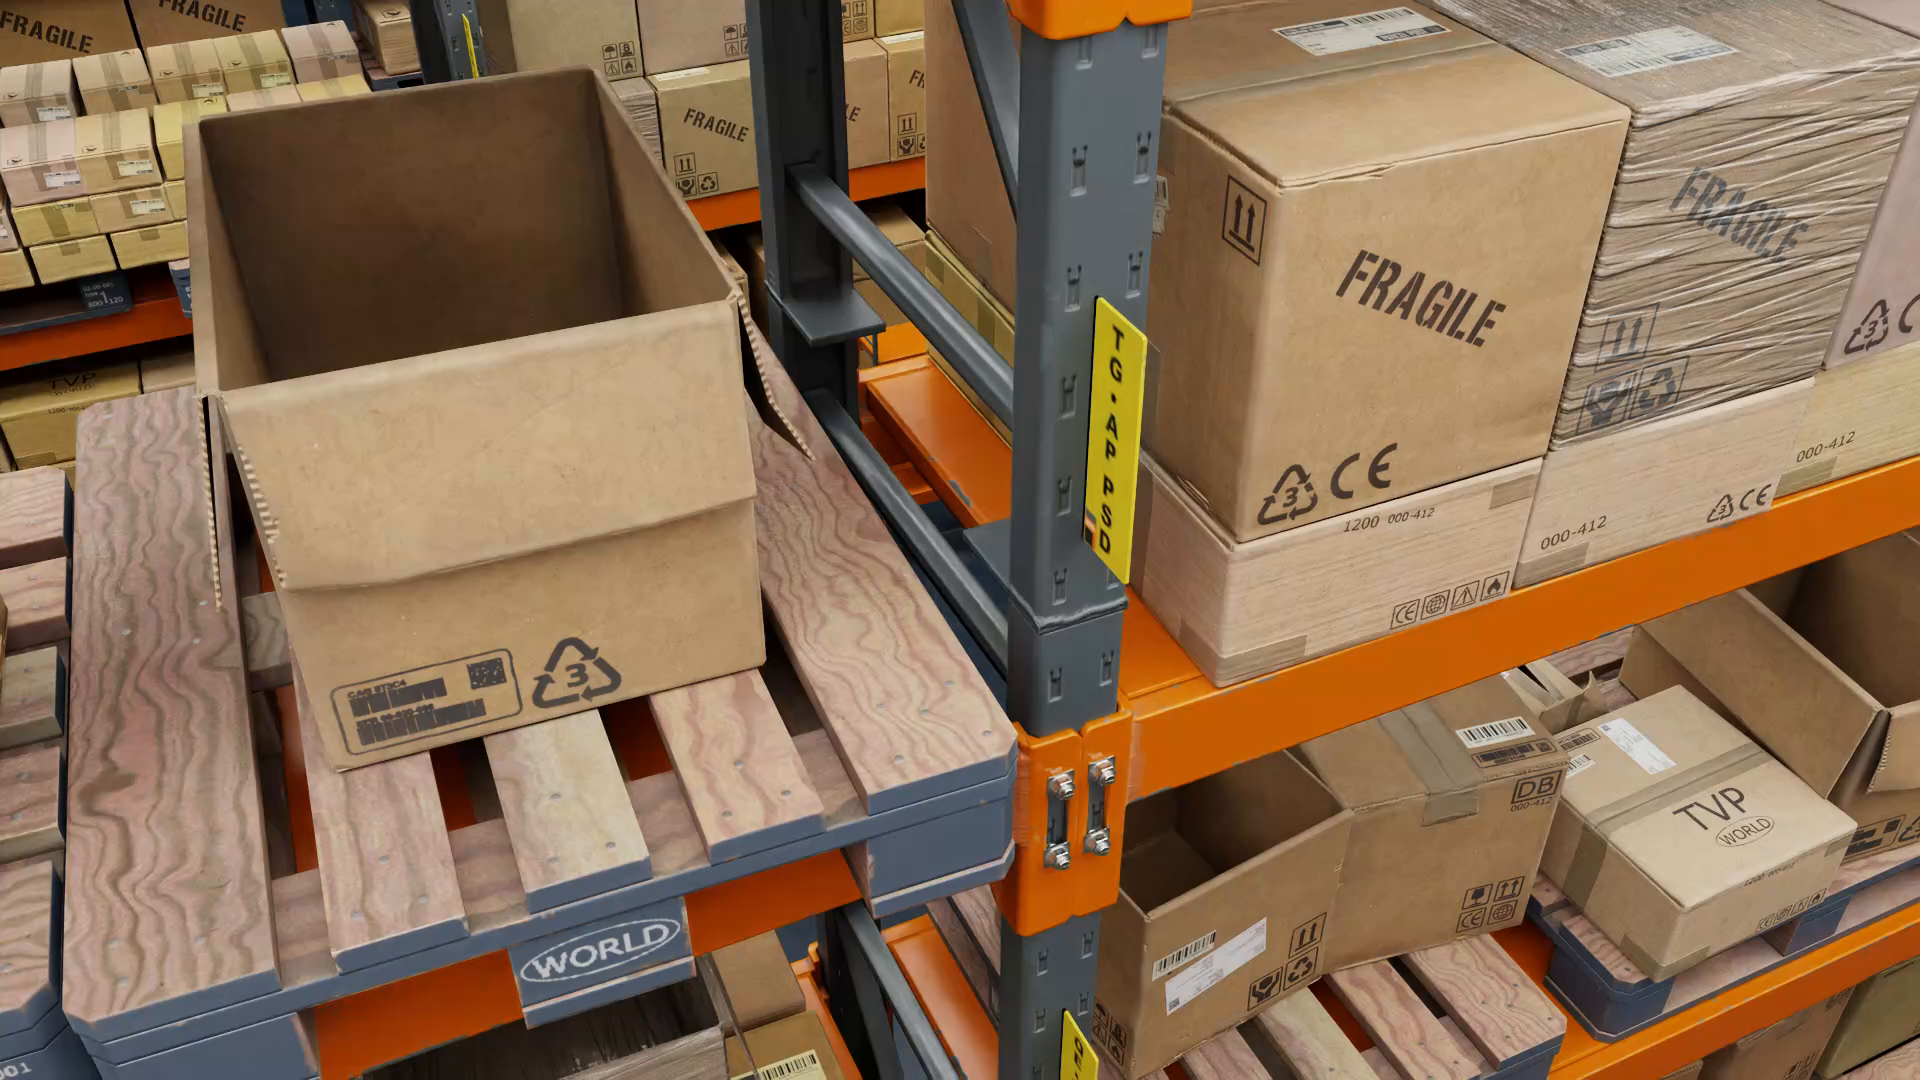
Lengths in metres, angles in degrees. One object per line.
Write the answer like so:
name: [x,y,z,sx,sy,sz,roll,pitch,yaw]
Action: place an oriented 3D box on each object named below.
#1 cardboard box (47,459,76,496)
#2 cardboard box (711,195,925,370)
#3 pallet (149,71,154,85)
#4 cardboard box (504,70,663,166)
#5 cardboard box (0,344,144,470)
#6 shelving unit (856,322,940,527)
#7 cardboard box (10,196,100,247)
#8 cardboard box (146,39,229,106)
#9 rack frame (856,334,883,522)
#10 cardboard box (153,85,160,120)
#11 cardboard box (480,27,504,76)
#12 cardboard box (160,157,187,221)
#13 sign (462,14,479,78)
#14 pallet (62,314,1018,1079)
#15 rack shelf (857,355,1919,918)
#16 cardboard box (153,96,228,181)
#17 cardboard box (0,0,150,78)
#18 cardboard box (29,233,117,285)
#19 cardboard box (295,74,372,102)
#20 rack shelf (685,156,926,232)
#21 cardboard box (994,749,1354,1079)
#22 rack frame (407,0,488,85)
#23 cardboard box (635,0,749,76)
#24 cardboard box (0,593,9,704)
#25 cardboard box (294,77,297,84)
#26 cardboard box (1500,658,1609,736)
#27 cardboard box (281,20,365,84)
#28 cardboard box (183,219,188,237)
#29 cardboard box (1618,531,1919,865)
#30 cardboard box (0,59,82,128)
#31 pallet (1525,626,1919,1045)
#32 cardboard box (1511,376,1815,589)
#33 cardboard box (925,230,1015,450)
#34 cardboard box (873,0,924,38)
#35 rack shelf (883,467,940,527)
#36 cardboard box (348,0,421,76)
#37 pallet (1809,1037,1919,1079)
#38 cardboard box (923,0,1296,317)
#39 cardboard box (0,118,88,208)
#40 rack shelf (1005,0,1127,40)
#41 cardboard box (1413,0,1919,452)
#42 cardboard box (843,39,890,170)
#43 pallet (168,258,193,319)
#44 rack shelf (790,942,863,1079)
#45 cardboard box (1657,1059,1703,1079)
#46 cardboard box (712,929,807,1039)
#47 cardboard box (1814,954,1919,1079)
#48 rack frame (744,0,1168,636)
cardboard box: [-3.501,-0.248,6.812,0.500,0.500,0.500,-17,40,-22]
cardboard box: [-0.694,-1.257,7.962,0.750,0.750,1.050,-15,39,-19]
pallet: [-5.014,-3.028,11.155,1.213,0.211,1.003,-16,39,-20]
cardboard box: [-1.552,-1.671,6.901,0.500,0.500,0.500,-15,39,-19]
cardboard box: [-3.500,-0.560,6.604,0.500,0.250,0.500,-15,39,-19]
shelving unit: [-0.150,-0.440,6.836,0.503,1.200,0.258,-16,39,-20]
cardboard box: [-3.258,-1.218,5.983,0.250,0.149,0.380,-16,39,-20]
cardboard box: [-3.040,-1.828,6.555,0.250,0.149,0.380,-16,39,-20]
rack frame: [-0.371,-0.378,6.753,0.015,1.200,0.240,-16,39,-20]
cardboard box: [-3.081,-1.697,6.628,0.250,0.149,0.380,-17,40,-21]
cardboard box: [-1.780,-1.962,7.293,0.500,0.500,0.500,-16,39,-20]
cardboard box: [-2.805,-1.343,6.151,0.250,0.149,0.380,-15,39,-19]
sign: [-1.834,-1.806,6.261,0.005,0.325,0.100,-16,39,-20]
pallet: [-0.618,0.100,2.237,1.003,0.211,1.213,-14,39,-18]
rack shelf: [1.753,-0.384,3.336,4.000,0.370,1.077,-16,39,-20]
cardboard box: [-2.788,-1.469,6.072,0.250,0.149,0.380,-14,39,-19]
cardboard box: [-5.738,-3.268,10.570,0.875,0.875,0.875,-15,39,-19]
cardboard box: [-3.253,-1.100,6.074,0.250,0.149,0.380,-17,40,-22]
cardboard box: [-2.322,-1.598,6.246,0.250,0.149,0.380,-17,40,-22]
rack shelf: [-0.263,-1.880,7.871,4.000,0.370,1.077,-16,39,-20]
cardboard box: [0.414,0.671,3.392,0.500,0.500,0.500,-21,41,-25]
rack frame: [-2.073,-1.663,6.974,0.127,3.000,1.000,-16,39,-20]
cardboard box: [-1.205,-2.341,6.966,0.500,0.500,0.700,-16,40,-21]
cardboard box: [-1.323,0.083,1.665,0.500,0.500,0.500,-14,39,-18]
cardboard box: [-2.596,-1.836,6.816,0.250,0.149,0.380,-14,39,-18]
cardboard box: [1.337,0.355,4.013,0.258,0.266,0.396,-17,40,-21]
cardboard box: [-2.578,-1.956,6.728,0.250,0.149,0.380,-16,39,-20]
cardboard box: [-2.783,-1.230,6.249,0.250,0.149,0.380,-15,39,-19]
cardboard box: [2.034,0.304,3.883,0.637,0.503,0.797,-12,38,-15]
cardboard box: [-3.524,-1.692,6.372,0.250,0.149,0.380,-14,39,-18]
pallet: [1.717,0.592,4.096,1.213,0.211,1.003,-16,39,-20]
cardboard box: [0.941,-0.218,2.634,0.500,0.250,0.500,-15,39,-19]
cardboard box: [0.269,-0.359,2.825,0.500,0.250,0.500,-16,39,-20]
cardboard box: [-0.279,-2.602,7.317,0.500,0.500,0.700,-16,39,-20]
rack shelf: [-0.150,-0.226,6.994,0.480,0.148,0.258,-16,39,-20]
cardboard box: [-3.752,-3.557,11.382,0.625,0.372,0.950,-18,40,-23]
pallet: [2.859,1.343,5.262,1.213,0.211,1.003,-16,39,-20]
cardboard box: [0.268,-0.664,2.605,0.500,0.500,0.500,-15,39,-19]
cardboard box: [-3.249,-1.342,5.900,0.250,0.149,0.380,-16,39,-20]
rack shelf: [-1.868,-0.416,1.197,4.000,0.370,1.077,-16,39,-20]
cardboard box: [0.938,-0.515,2.405,0.500,0.500,0.500,-15,39,-20]
cardboard box: [-0.636,-1.929,7.248,0.500,0.500,0.500,-16,39,-20]
pallet: [-2.673,-1.348,6.710,1.003,0.211,1.213,-16,39,-20]
rack shelf: [-1.868,1.833,2.865,4.000,0.370,1.077,-16,39,-20]
cardboard box: [1.548,1.390,4.587,0.500,0.500,0.700,-12,38,-16]
cardboard box: [-0.613,0.974,3.335,0.500,0.500,0.500,-14,39,-19]
cardboard box: [2.559,1.107,4.969,0.500,0.500,0.700,-16,39,-20]
rack frame: [-0.057,-1.372,1.546,0.127,3.000,1.000,-16,39,-20]
